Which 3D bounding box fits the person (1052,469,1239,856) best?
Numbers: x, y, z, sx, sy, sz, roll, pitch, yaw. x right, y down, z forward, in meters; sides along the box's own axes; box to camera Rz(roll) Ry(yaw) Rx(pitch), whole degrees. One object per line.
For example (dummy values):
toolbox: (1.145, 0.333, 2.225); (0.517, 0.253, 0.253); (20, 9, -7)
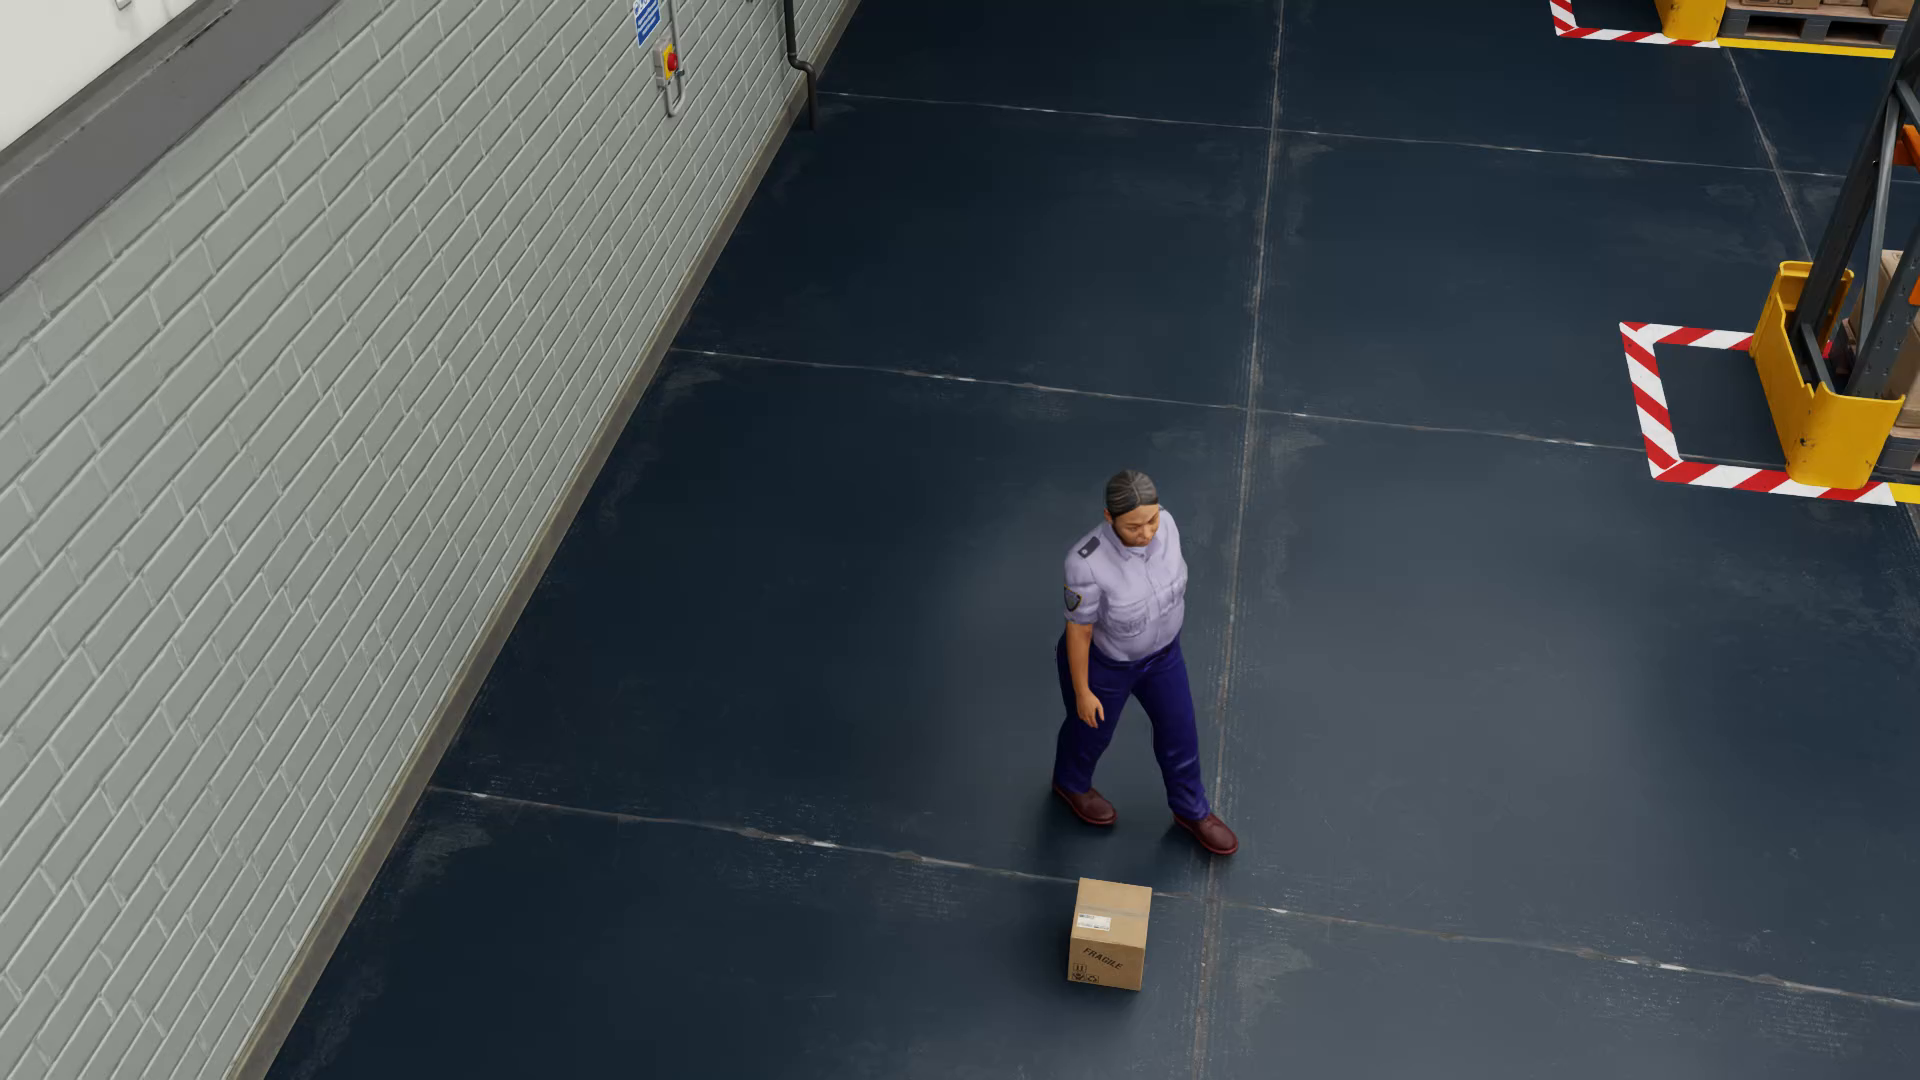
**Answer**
person: (0.629, 0.453, 5.630); (0.524, 1.631, 0.691); (-24, 46, -26)
